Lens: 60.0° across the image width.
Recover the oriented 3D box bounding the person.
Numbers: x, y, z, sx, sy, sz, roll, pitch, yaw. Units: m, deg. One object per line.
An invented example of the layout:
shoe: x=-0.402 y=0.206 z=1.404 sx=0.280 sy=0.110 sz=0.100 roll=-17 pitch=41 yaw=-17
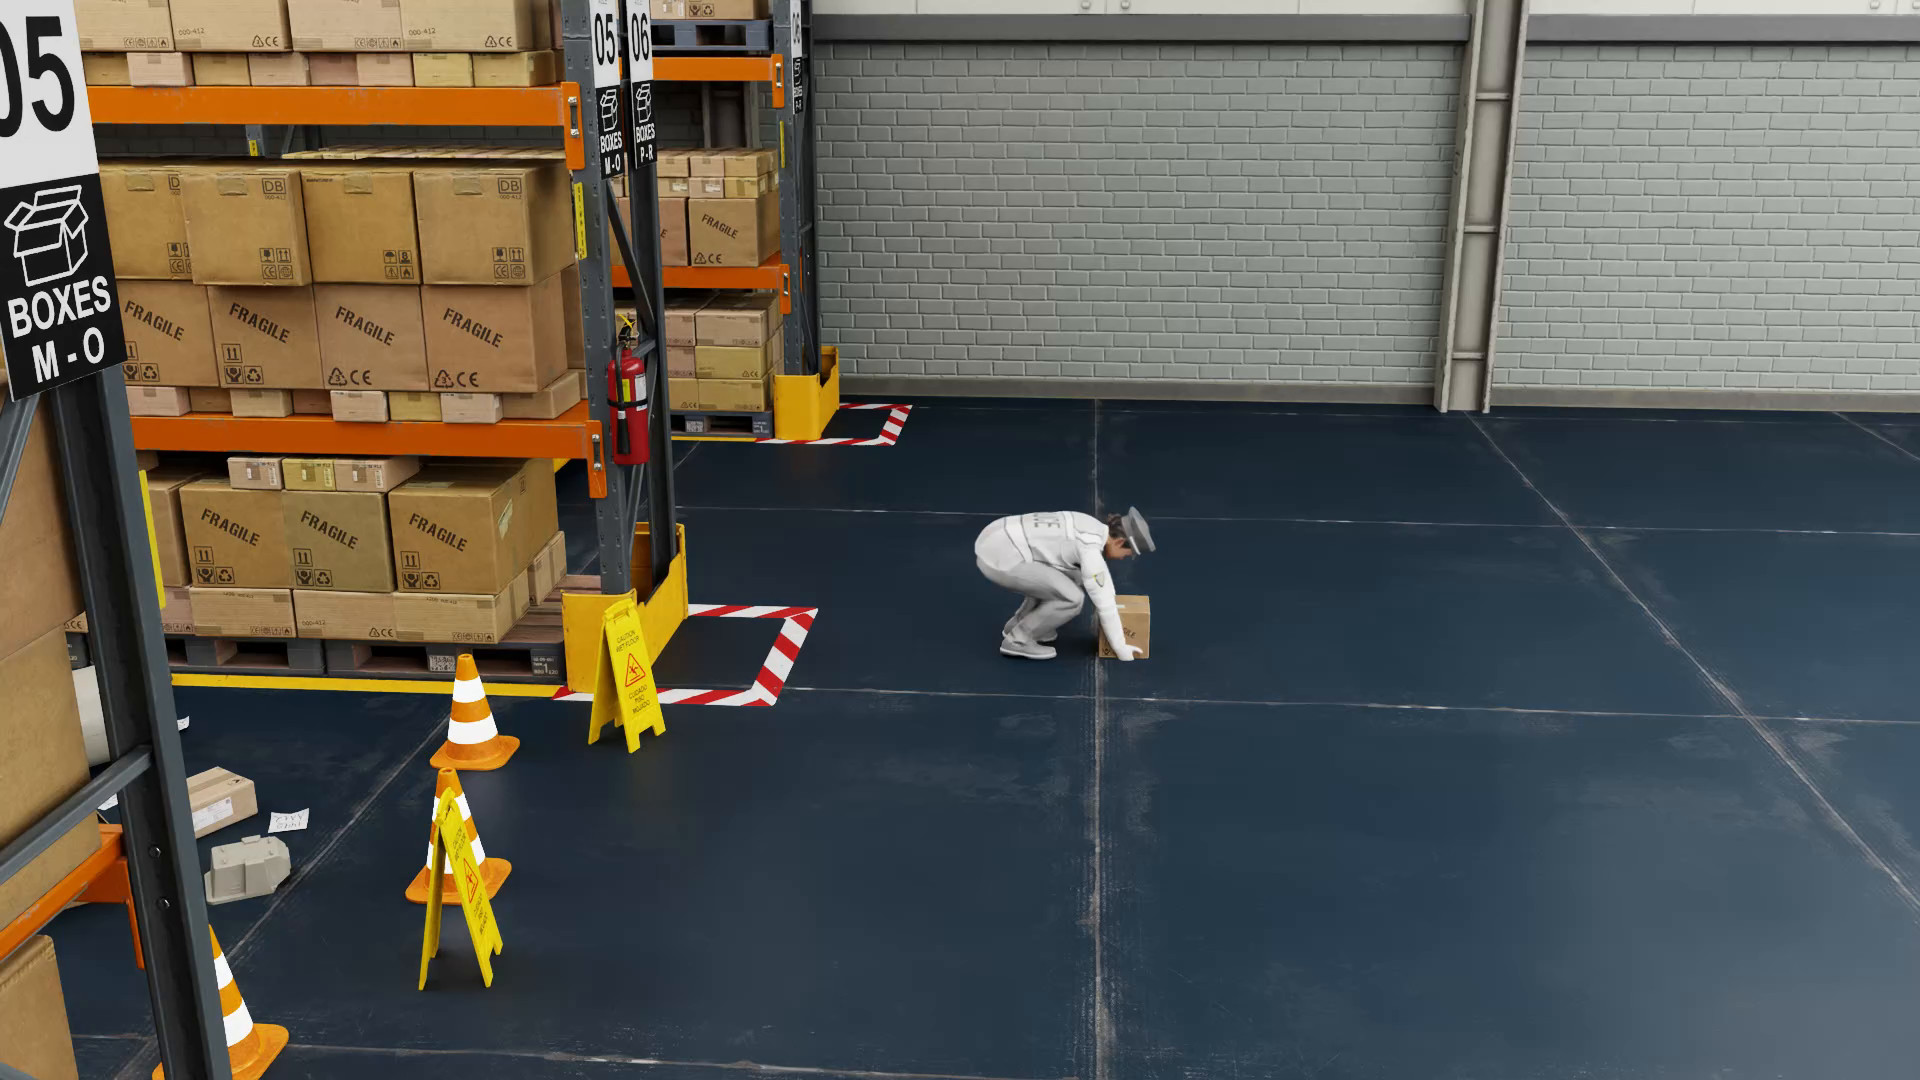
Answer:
person: x=0.532 y=0.207 z=8.438 sx=0.914 sy=0.763 sz=0.455 roll=1 pitch=18 yaw=3
